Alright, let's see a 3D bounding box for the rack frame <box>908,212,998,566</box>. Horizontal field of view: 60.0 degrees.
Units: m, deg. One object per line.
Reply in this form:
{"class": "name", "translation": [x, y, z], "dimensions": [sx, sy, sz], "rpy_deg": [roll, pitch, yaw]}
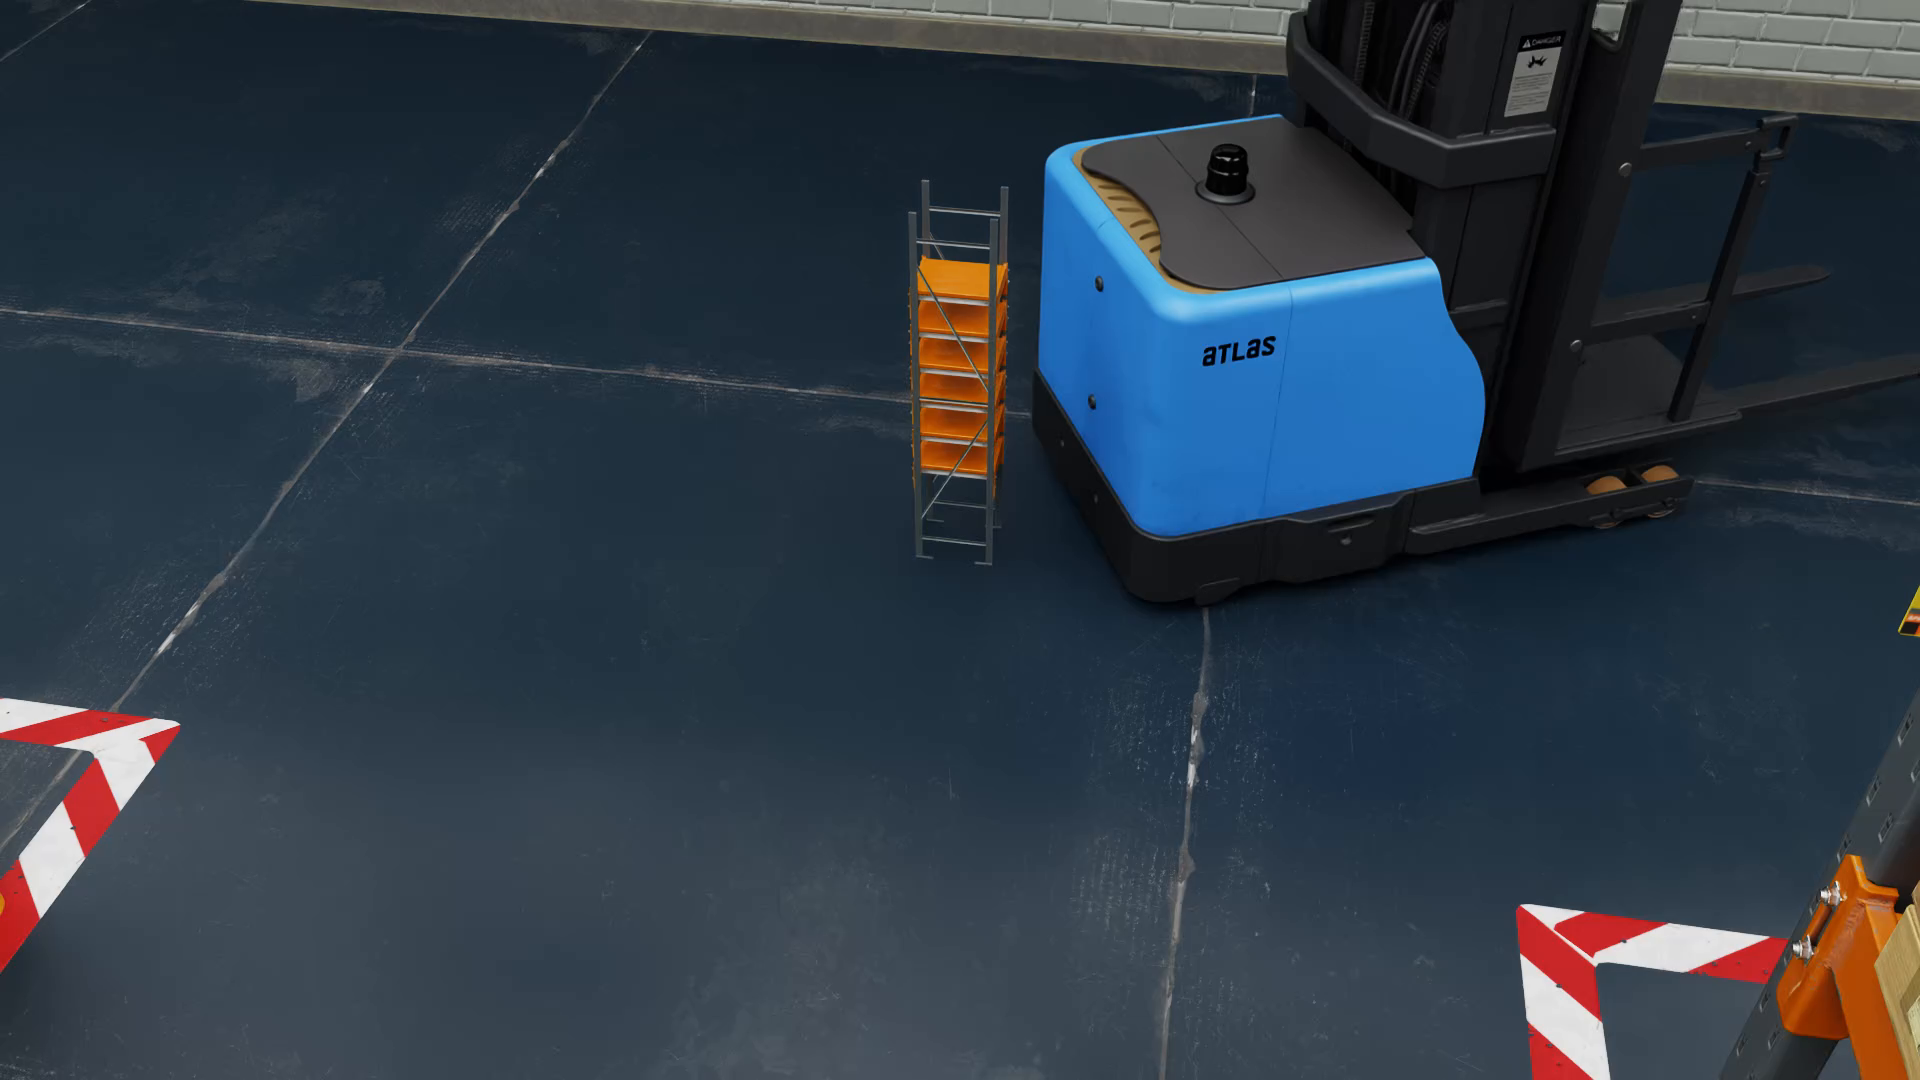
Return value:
{"class": "rack frame", "translation": [-0.018, -0.396, 4.787], "dimensions": [0.240, 1.200, 0.006], "rpy_deg": [6, 40, 8]}

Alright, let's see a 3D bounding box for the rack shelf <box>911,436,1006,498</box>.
{"class": "rack shelf", "translation": [-0.003, -0.234, 5.038], "dimensions": [0.258, 0.103, 0.180], "rpy_deg": [6, 40, 8]}

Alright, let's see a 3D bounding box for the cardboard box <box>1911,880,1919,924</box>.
{"class": "cardboard box", "translation": [1.539, 0.501, 1.978], "dimensions": [0.500, 0.500, 0.500], "rpy_deg": [8, 40, 10]}

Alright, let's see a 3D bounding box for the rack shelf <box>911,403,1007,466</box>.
{"class": "rack shelf", "translation": [-0.002, -0.327, 4.961], "dimensions": [0.258, 0.103, 0.180], "rpy_deg": [6, 40, 8]}

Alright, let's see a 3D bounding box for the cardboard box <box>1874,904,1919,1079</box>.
{"class": "cardboard box", "translation": [1.510, 0.667, 2.286], "dimensions": [0.380, 0.149, 0.250], "rpy_deg": [6, 40, 7]}

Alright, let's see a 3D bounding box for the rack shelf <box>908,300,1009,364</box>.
{"class": "rack shelf", "translation": [-0.002, -0.604, 4.732], "dimensions": [0.258, 0.103, 0.180], "rpy_deg": [6, 40, 8]}

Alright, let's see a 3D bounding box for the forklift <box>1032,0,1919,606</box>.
{"class": "forklift", "translation": [1.818, -1.476, 4.735], "dimensions": [3.031, 2.935, 1.130], "rpy_deg": [-11, 41, -13]}

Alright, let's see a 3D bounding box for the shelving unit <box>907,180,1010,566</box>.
{"class": "shelving unit", "translation": [-0.002, -0.453, 4.857], "dimensions": [0.258, 1.200, 0.189], "rpy_deg": [6, 40, 8]}

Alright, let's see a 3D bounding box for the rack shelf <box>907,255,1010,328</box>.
{"class": "rack shelf", "translation": [-0.002, -0.697, 4.656], "dimensions": [0.258, 0.103, 0.180], "rpy_deg": [6, 40, 8]}

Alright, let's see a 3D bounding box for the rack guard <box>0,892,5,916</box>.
{"class": "rack guard", "translation": [-2.974, 0.741, 3.961], "dimensions": [1.175, 0.500, 0.348], "rpy_deg": [6, 40, 8]}

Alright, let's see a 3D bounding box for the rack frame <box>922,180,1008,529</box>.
{"class": "rack frame", "translation": [0.013, -0.511, 4.926], "dimensions": [0.240, 1.200, 0.006], "rpy_deg": [6, 40, 8]}

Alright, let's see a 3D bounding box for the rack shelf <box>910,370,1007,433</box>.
{"class": "rack shelf", "translation": [-0.002, -0.419, 4.885], "dimensions": [0.258, 0.103, 0.180], "rpy_deg": [6, 40, 8]}

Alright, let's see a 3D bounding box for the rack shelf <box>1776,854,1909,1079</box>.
{"class": "rack shelf", "translation": [1.543, 1.935, 1.120], "dimensions": [1.077, 0.370, 4.000], "rpy_deg": [6, 40, 8]}

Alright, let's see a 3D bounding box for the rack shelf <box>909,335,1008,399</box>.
{"class": "rack shelf", "translation": [-0.002, -0.512, 4.809], "dimensions": [0.258, 0.103, 0.180], "rpy_deg": [6, 40, 8]}

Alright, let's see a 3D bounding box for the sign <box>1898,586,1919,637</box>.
{"class": "sign", "translation": [1.355, 0.010, 2.205], "dimensions": [0.100, 0.325, 0.005], "rpy_deg": [6, 40, 8]}
